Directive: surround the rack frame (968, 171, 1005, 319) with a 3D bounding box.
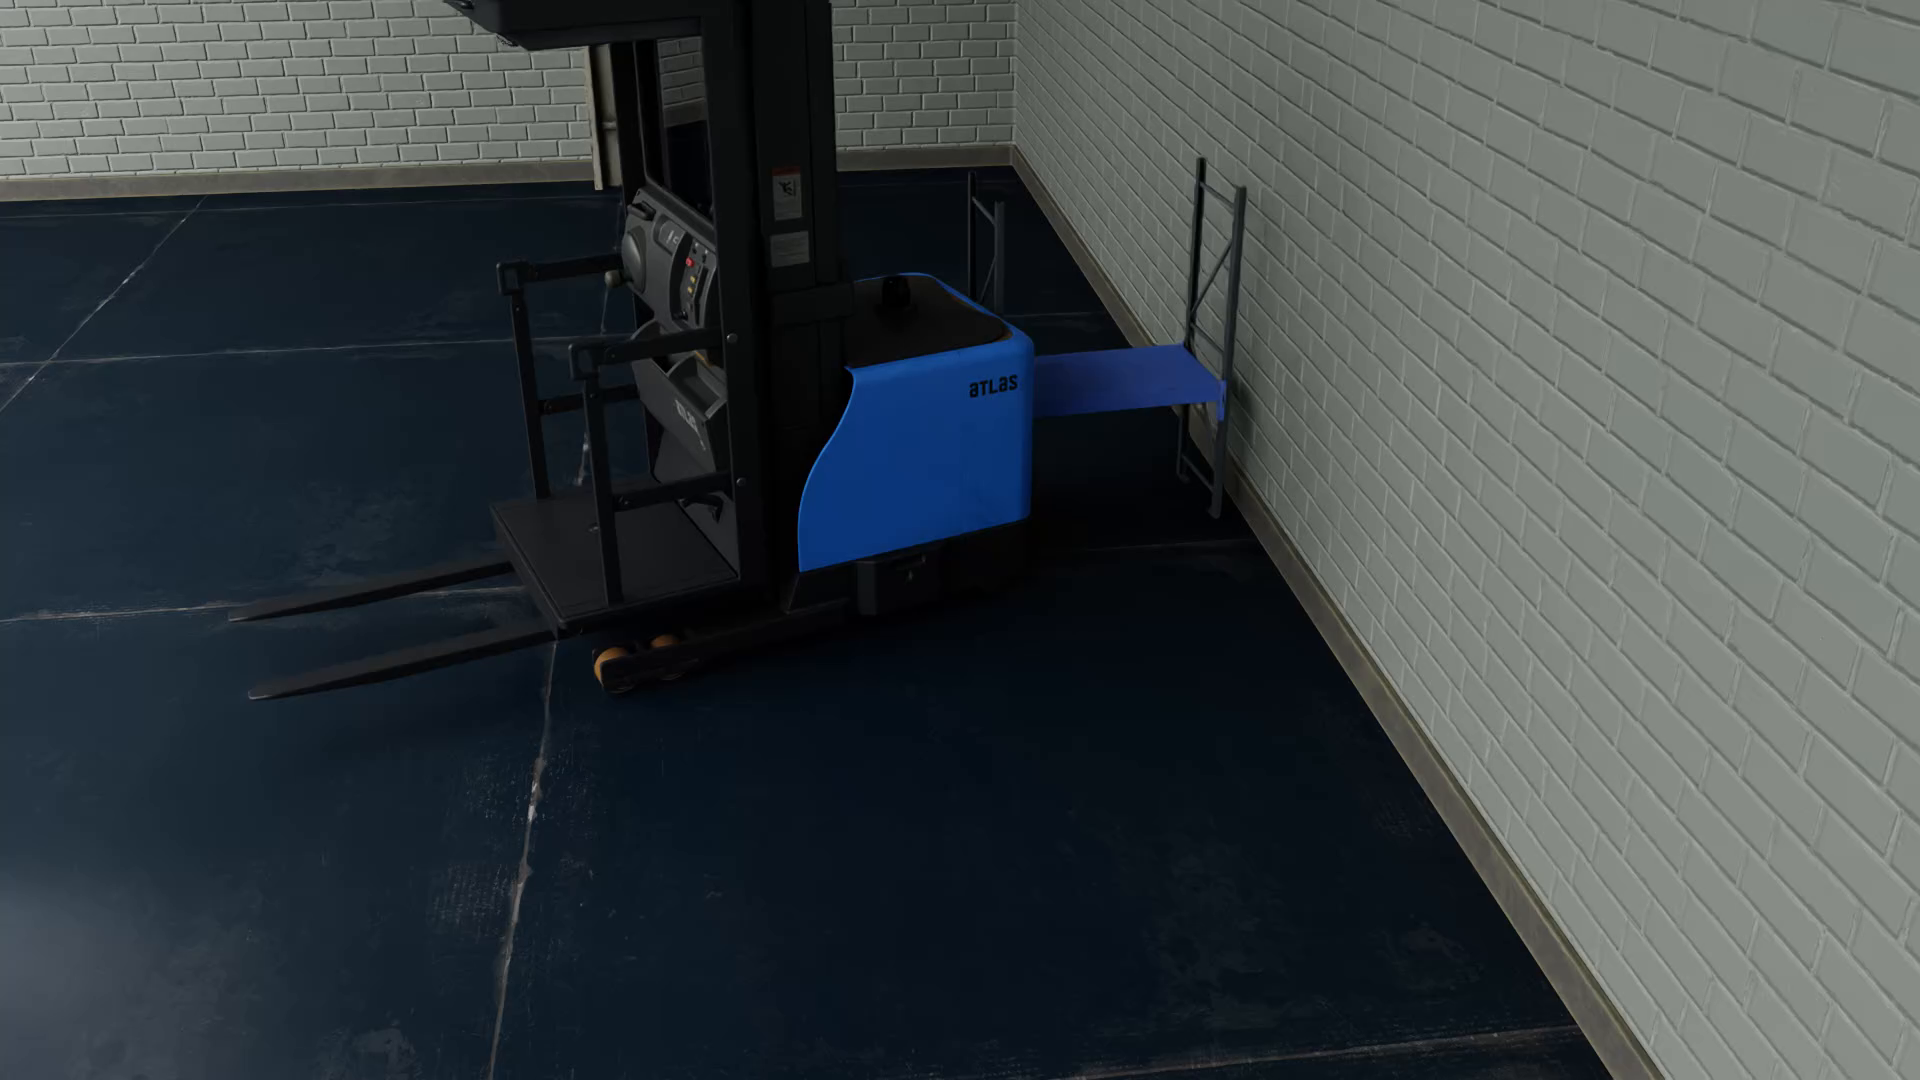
[{"bbox_3d":[0.105,-0.768,7.105,0.032,1.500,0.500,-6,28,-12],"label":"rack frame"}]

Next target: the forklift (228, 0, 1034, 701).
[{"bbox_3d":[-1.244,-1.014,6.016,3.031,2.935,1.130,-13,30,-24],"label":"forklift"}]

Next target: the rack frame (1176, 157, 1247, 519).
[{"bbox_3d":[1.094,-0.875,7.313,0.032,1.500,0.500,-6,28,-12],"label":"rack frame"}]

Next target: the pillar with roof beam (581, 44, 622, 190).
[{"bbox_3d":[-1.922,-4.730,6.610,0.400,9.000,9.100,-4,27,-7],"label":"pillar with roof beam"}]

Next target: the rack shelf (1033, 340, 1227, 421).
[{"bbox_3d":[0.600,-0.662,7.291,1.000,0.185,0.538,-6,28,-12],"label":"rack shelf"}]

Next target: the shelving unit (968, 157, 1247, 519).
[{"bbox_3d":[0.600,-0.822,7.209,1.048,1.500,0.538,-6,28,-12],"label":"shelving unit"}]
